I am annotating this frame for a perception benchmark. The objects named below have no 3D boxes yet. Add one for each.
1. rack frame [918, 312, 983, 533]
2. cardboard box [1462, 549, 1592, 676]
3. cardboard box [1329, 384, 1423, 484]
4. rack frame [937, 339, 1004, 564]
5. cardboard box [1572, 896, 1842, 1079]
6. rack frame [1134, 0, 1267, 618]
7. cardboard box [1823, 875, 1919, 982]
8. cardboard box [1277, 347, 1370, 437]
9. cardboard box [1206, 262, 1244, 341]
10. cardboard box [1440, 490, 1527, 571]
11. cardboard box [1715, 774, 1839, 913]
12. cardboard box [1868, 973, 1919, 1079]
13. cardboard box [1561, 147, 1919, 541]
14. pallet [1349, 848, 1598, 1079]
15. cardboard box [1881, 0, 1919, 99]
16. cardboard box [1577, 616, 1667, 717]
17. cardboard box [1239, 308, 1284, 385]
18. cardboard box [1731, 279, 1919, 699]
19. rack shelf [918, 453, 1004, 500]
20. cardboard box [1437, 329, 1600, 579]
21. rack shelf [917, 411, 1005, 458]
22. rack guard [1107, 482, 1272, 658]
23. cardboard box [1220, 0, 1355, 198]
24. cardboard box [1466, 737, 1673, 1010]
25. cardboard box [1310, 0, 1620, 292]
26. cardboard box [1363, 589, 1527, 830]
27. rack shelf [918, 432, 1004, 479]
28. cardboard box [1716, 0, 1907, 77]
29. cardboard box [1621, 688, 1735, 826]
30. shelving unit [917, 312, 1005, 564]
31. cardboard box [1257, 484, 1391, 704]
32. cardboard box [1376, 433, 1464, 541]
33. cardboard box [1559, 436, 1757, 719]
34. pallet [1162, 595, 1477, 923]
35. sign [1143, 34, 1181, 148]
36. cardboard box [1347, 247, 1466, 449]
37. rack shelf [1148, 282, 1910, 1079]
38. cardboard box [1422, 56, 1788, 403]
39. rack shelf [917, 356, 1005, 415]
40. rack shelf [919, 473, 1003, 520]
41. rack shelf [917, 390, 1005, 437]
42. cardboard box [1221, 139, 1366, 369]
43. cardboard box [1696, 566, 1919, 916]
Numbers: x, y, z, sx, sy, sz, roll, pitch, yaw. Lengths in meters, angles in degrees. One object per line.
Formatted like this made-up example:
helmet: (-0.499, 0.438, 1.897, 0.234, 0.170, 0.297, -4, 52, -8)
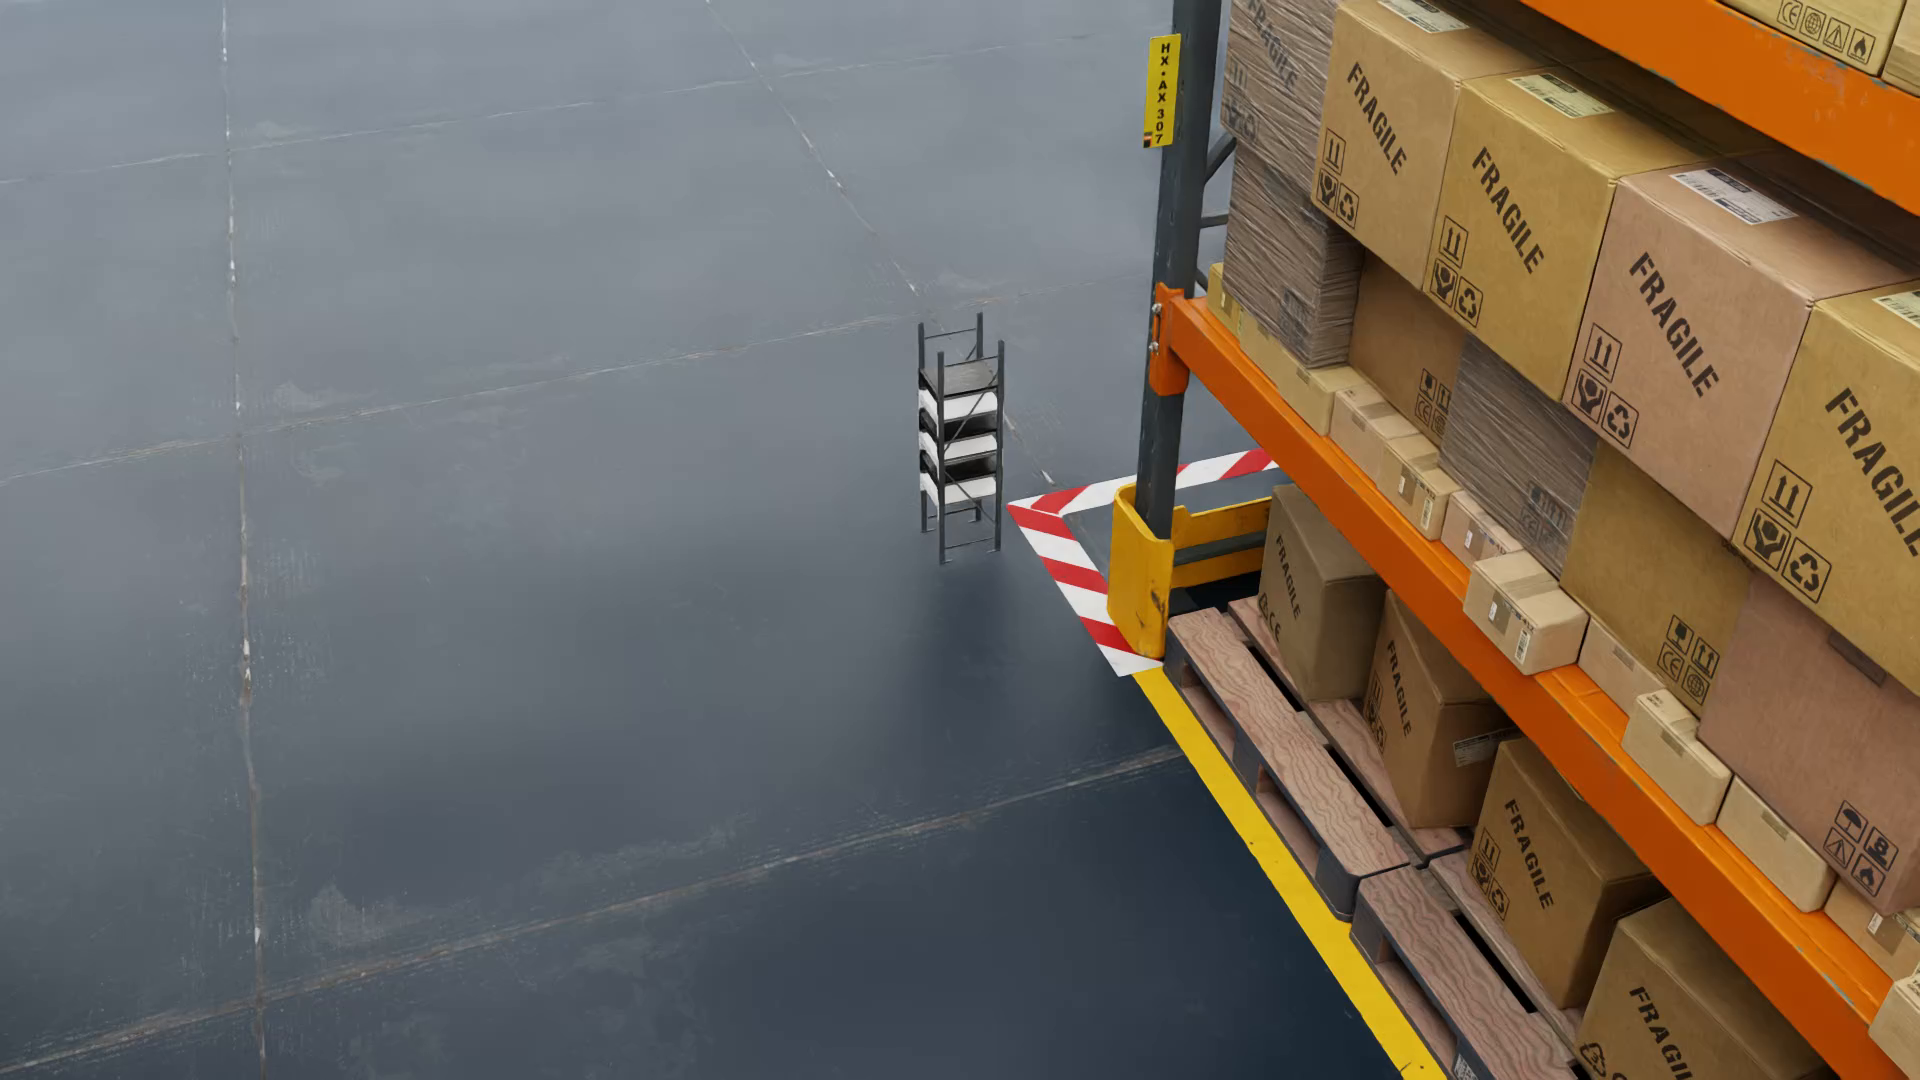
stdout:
rack frame: (-0.032, -0.412, 6.049, 0.240, 0.900, 0.006, -12, 39, -16)
cardboard box: (1.385, 0.137, 3.783, 0.380, 0.149, 0.250, -12, 39, -16)
cardboard box: (1.205, -0.304, 4.369, 0.380, 0.149, 0.250, -12, 39, -16)
rack frame: (0.038, -0.297, 5.897, 0.240, 0.900, 0.006, -12, 39, -16)
cardboard box: (1.871, 1.159, 3.947, 0.500, 0.500, 0.500, -16, 40, -20)
rack frame: (1.086, -1.041, 5.139, 1.000, 3.000, 0.127, -12, 39, -16)
cardboard box: (1.853, 0.675, 3.070, 0.380, 0.149, 0.250, -12, 39, -16)
cardboard box: (1.100, -0.441, 4.551, 0.380, 0.149, 0.250, -12, 39, -16)
cardboard box: (0.960, -0.730, 4.935, 0.380, 0.149, 0.250, -12, 39, -16)
cardboard box: (1.396, -0.025, 3.999, 0.380, 0.149, 0.250, -12, 39, -16)
cardboard box: (1.729, 0.542, 3.246, 0.380, 0.149, 0.250, -12, 39, -16)
cardboard box: (1.815, 0.843, 2.846, 0.380, 0.149, 0.250, -12, 39, -16)
cardboard box: (1.536, -0.385, 3.106, 0.500, 0.500, 0.500, -12, 39, -16)
pallet: (1.774, 1.270, 4.388, 1.003, 0.211, 1.213, -12, 39, -16)
cardboard box: (1.710, -0.707, 2.327, 0.500, 0.250, 0.500, -13, 39, -16)
cardboard box: (1.596, 0.251, 3.632, 0.380, 0.149, 0.250, -12, 39, -16)
cardboard box: (1.028, -0.585, 4.742, 0.380, 0.149, 0.250, -12, 39, -16)
cardboard box: (1.705, -0.101, 2.730, 0.500, 0.500, 0.500, -12, 39, -16)
rack shelf: (0.003, -0.256, 6.047, 0.258, 0.077, 0.200, -12, 39, -16)
cardboard box: (1.665, -0.334, 3.870, 0.875, 0.500, 0.500, -12, 39, -16)
rack shelf: (0.003, -0.400, 5.939, 0.258, 0.077, 0.200, -12, 39, -16)
rack guard: (1.112, 0.000, 5.834, 1.175, 0.500, 0.348, -12, 39, -16)
cardboard box: (1.019, -1.232, 4.231, 0.500, 0.500, 0.500, -12, 39, -16)
cardboard box: (1.720, 0.834, 4.378, 0.500, 0.500, 0.500, -9, 38, -12)
cardboard box: (1.185, -0.948, 3.854, 0.500, 0.500, 0.500, -12, 39, -16)
cardboard box: (1.523, 0.477, 4.853, 0.500, 0.500, 0.500, -3, 37, -4)
rack shelf: (0.003, -0.328, 5.993, 0.258, 0.077, 0.200, -12, 39, -16)
cardboard box: (1.543, -0.990, 2.702, 0.500, 0.250, 0.500, -11, 38, -15)
cardboard box: (1.610, 0.408, 3.424, 0.380, 0.149, 0.250, -12, 39, -16)
shelving unit: (0.003, -0.355, 5.973, 0.258, 0.900, 0.210, -12, 39, -16)
cardboard box: (1.285, 0.146, 5.292, 0.500, 0.500, 0.500, -6, 37, -7)
cardboard box: (1.285, -0.161, 4.179, 0.380, 0.149, 0.250, -12, 39, -16)
cardboard box: (1.827, -0.049, 3.492, 0.875, 0.500, 0.500, -12, 39, -16)
pallet: (1.358, 0.582, 5.302, 1.003, 0.211, 1.213, -12, 39, -16)
sign: (0.576, -1.274, 4.729, 0.100, 0.325, 0.005, -12, 39, -16)
cardboard box: (1.534, -0.626, 4.257, 0.875, 0.500, 0.500, -12, 39, -16)
rack shelf: (1.774, 0.376, 3.855, 1.077, 0.370, 4.000, -12, 39, -16)
cardboard box: (1.358, -0.666, 3.479, 0.500, 0.500, 0.500, -12, 39, -16)
rack shelf: (0.003, -0.544, 5.831, 0.258, 0.077, 0.200, -12, 39, -16)
rack shelf: (0.003, -0.184, 6.102, 0.258, 0.077, 0.200, -12, 39, -16)
rack shelf: (0.003, -0.472, 5.885, 0.258, 0.077, 0.200, -12, 39, -16)
cardboard box: (1.249, -0.883, 4.599, 0.875, 0.500, 0.500, -12, 39, -16)
cardboard box: (1.960, 0.242, 3.106, 0.875, 0.500, 0.500, -12, 39, -16)
